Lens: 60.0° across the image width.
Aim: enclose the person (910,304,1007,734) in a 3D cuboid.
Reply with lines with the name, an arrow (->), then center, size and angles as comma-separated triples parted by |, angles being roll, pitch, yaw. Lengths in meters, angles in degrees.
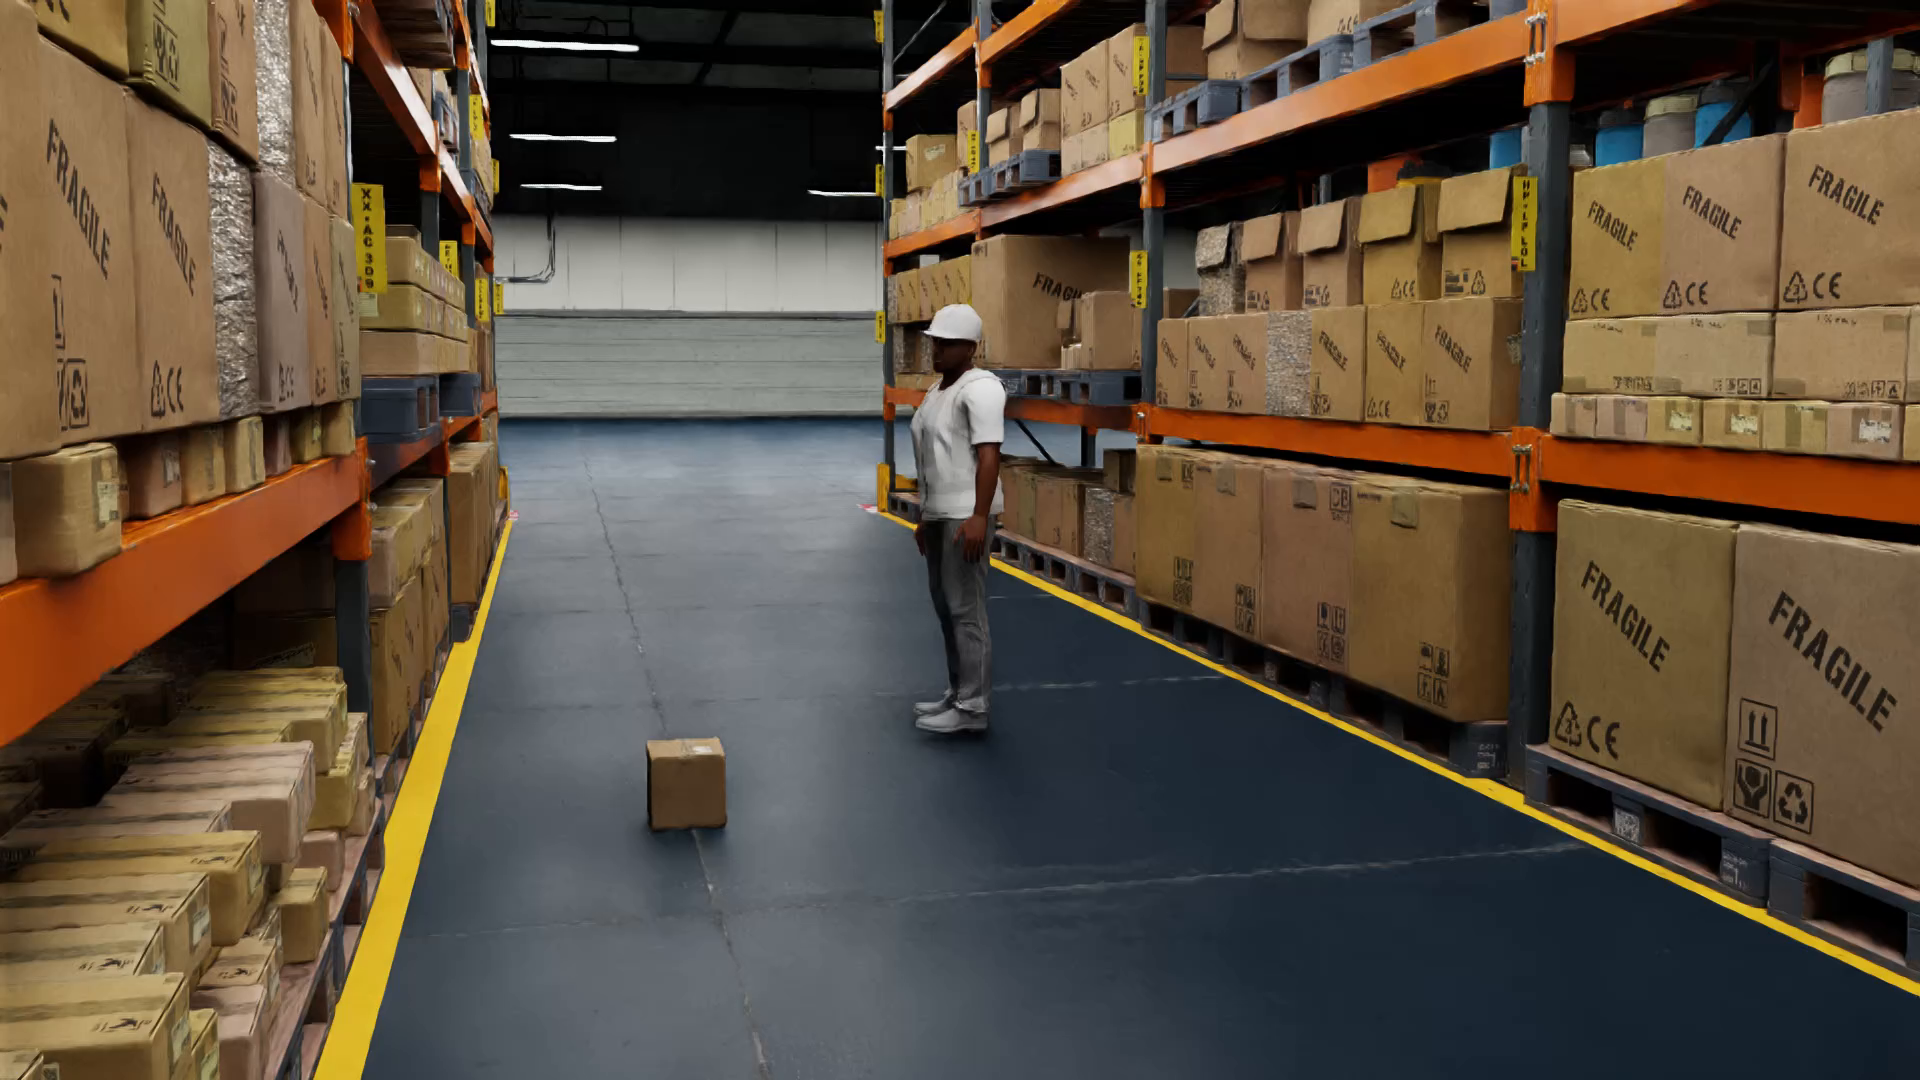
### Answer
person -> -0.034, -0.092, 6.933 | 0.386, 1.774, 0.646 | -2, 6, -20
